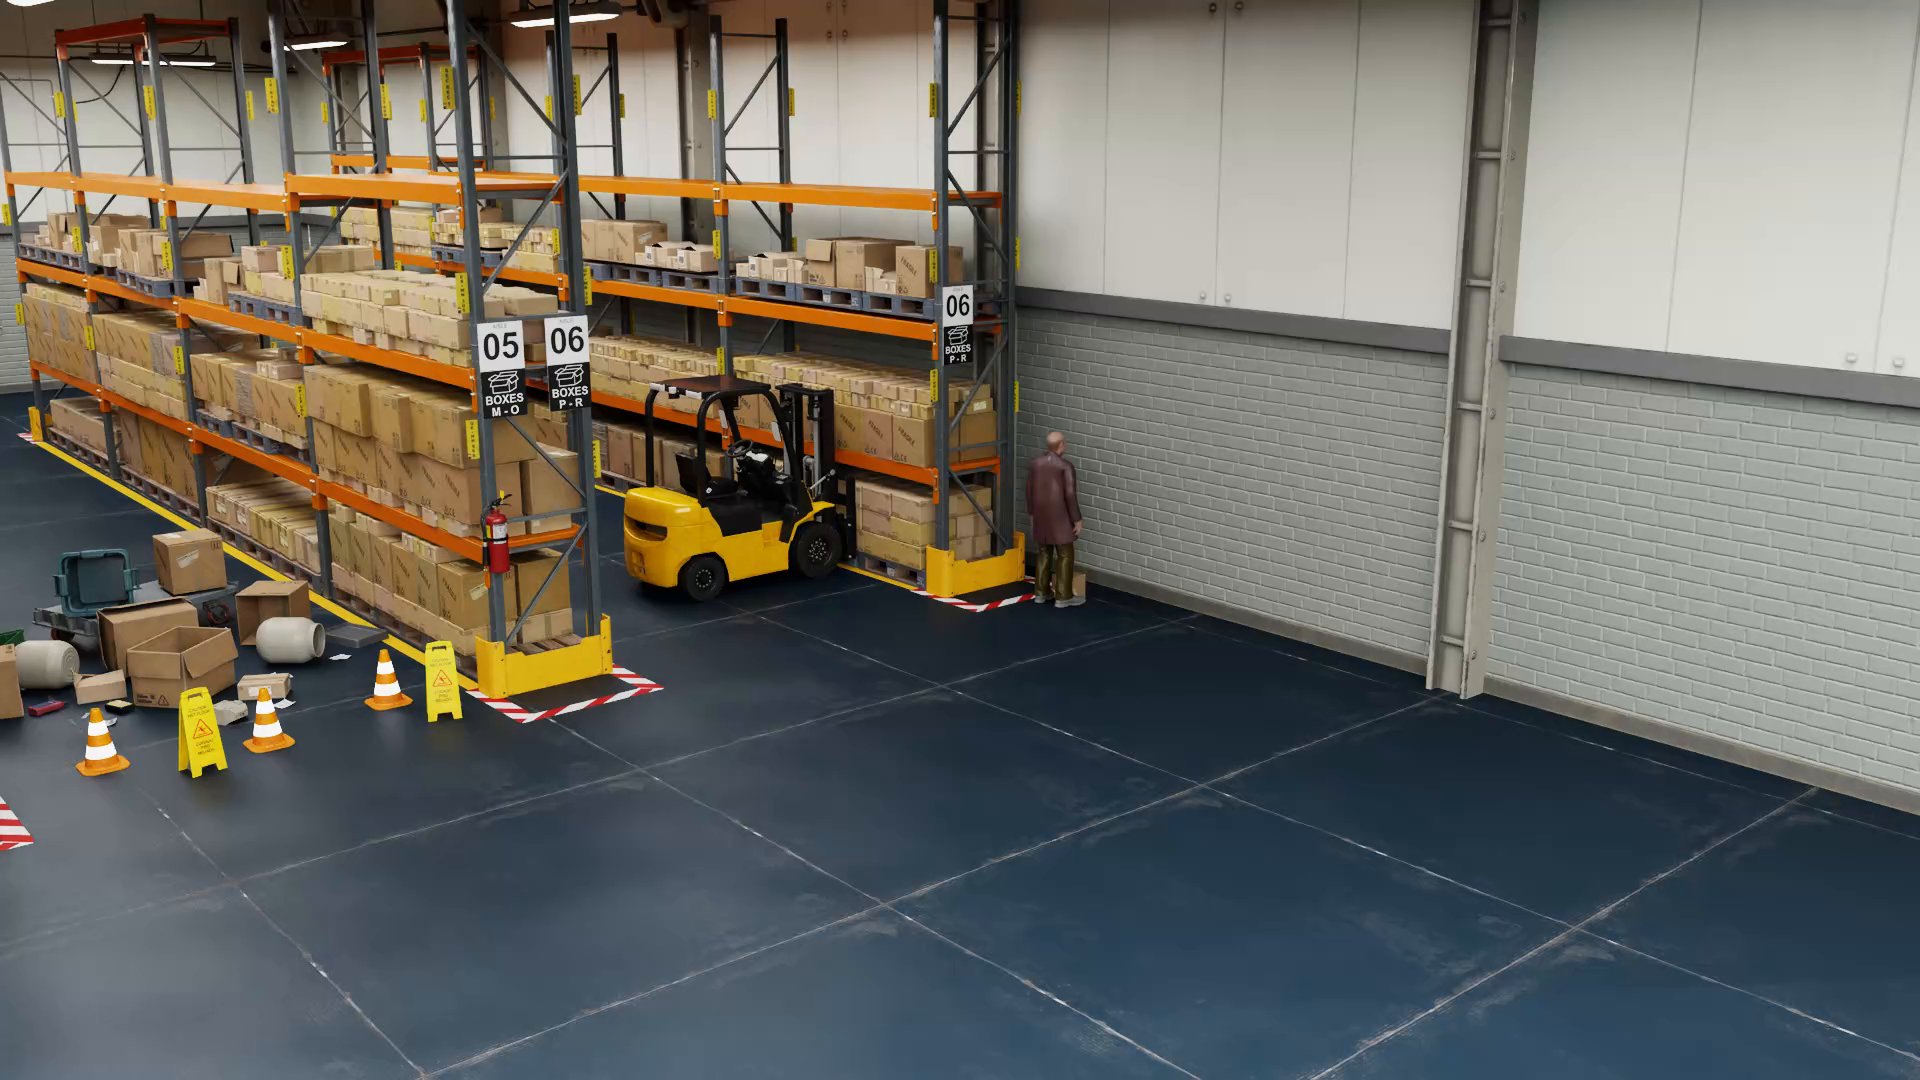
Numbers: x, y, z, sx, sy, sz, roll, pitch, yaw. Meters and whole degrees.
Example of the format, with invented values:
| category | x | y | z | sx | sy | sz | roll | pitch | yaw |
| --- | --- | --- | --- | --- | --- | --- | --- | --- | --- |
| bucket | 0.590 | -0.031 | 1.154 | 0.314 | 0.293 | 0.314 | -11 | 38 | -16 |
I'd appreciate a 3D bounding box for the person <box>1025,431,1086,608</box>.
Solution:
| category | x | y | z | sx | sy | sz | roll | pitch | yaw |
| --- | --- | --- | --- | --- | --- | --- | --- | --- | --- |
| person | 0.953 | -0.220 | 16.922 | 0.656 | 1.774 | 0.420 | 11 | 18 | 38 |
